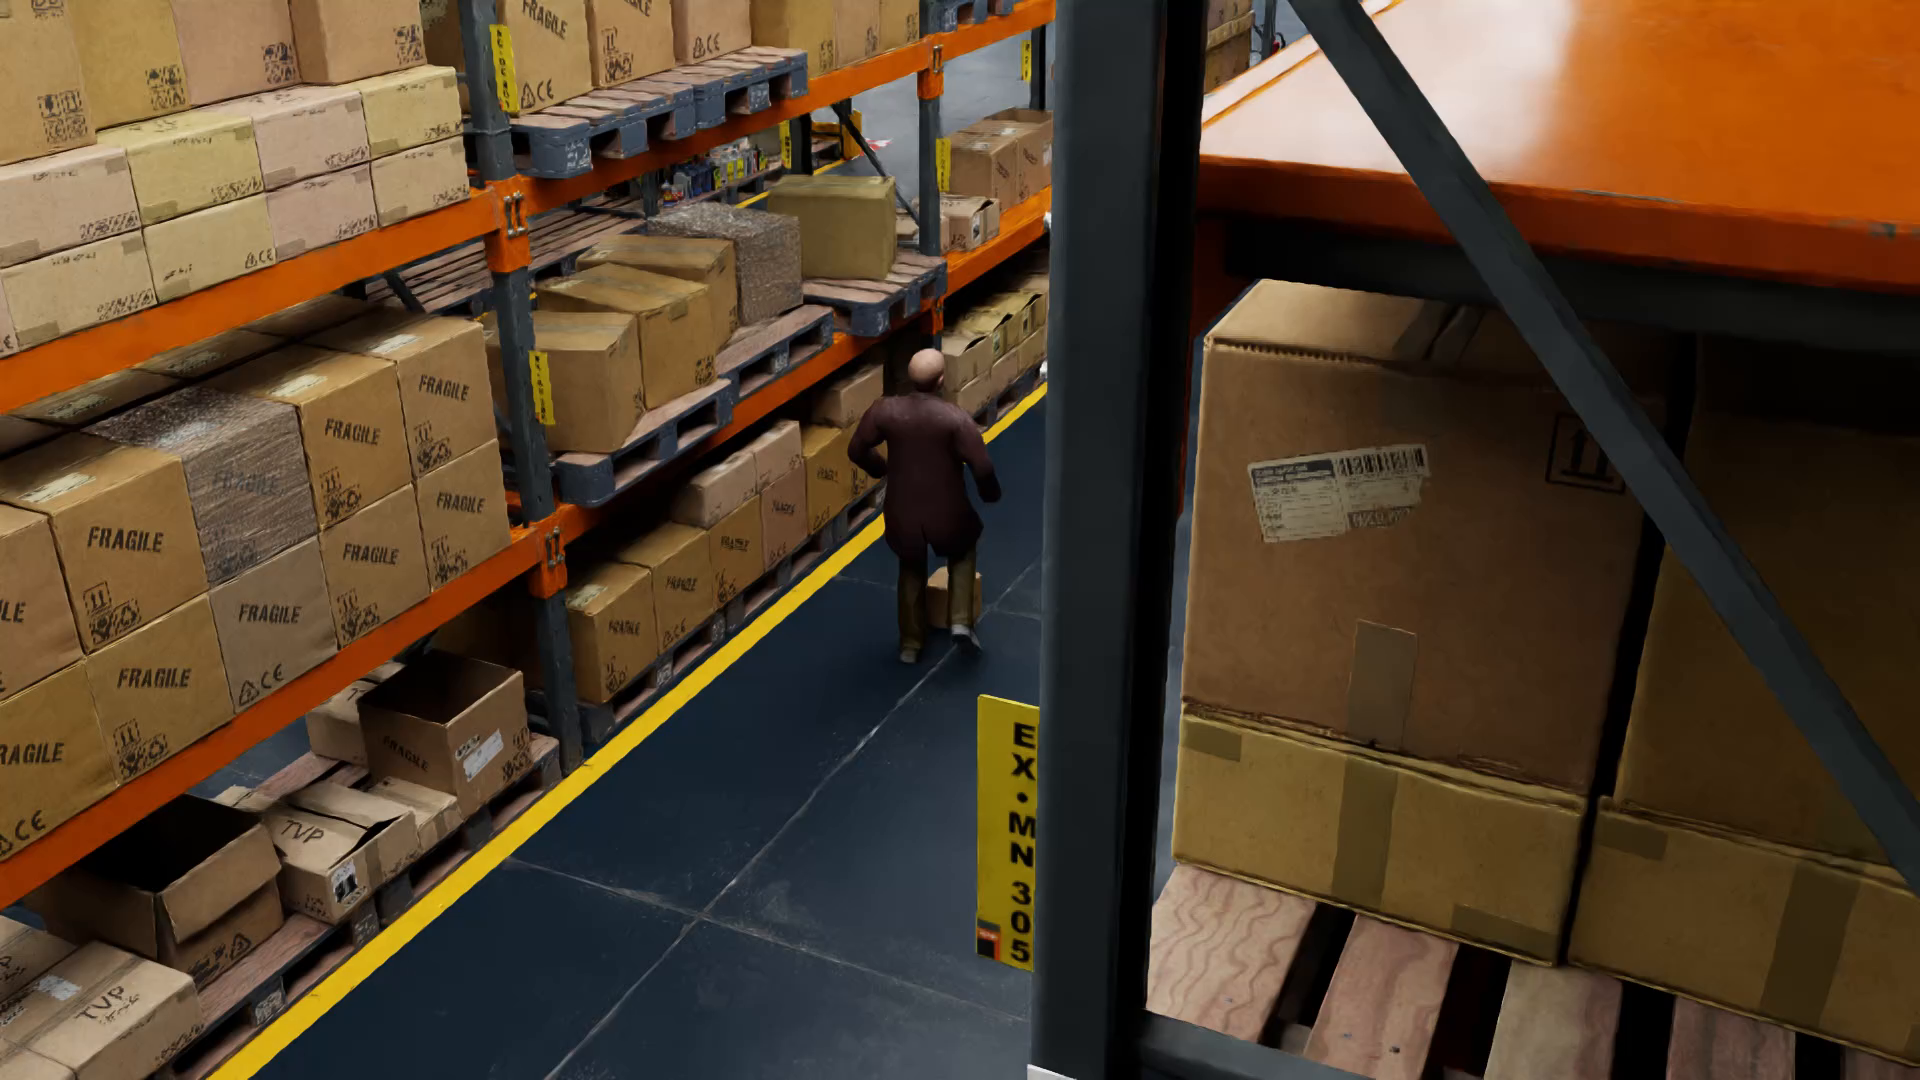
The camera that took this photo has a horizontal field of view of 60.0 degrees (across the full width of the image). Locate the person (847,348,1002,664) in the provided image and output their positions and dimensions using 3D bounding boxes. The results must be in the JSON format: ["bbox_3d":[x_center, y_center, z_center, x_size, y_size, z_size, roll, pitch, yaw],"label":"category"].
[{"bbox_3d":[-0.168,-0.174,8.529,0.788,1.749,0.519,4,26,9],"label":"person"}]
